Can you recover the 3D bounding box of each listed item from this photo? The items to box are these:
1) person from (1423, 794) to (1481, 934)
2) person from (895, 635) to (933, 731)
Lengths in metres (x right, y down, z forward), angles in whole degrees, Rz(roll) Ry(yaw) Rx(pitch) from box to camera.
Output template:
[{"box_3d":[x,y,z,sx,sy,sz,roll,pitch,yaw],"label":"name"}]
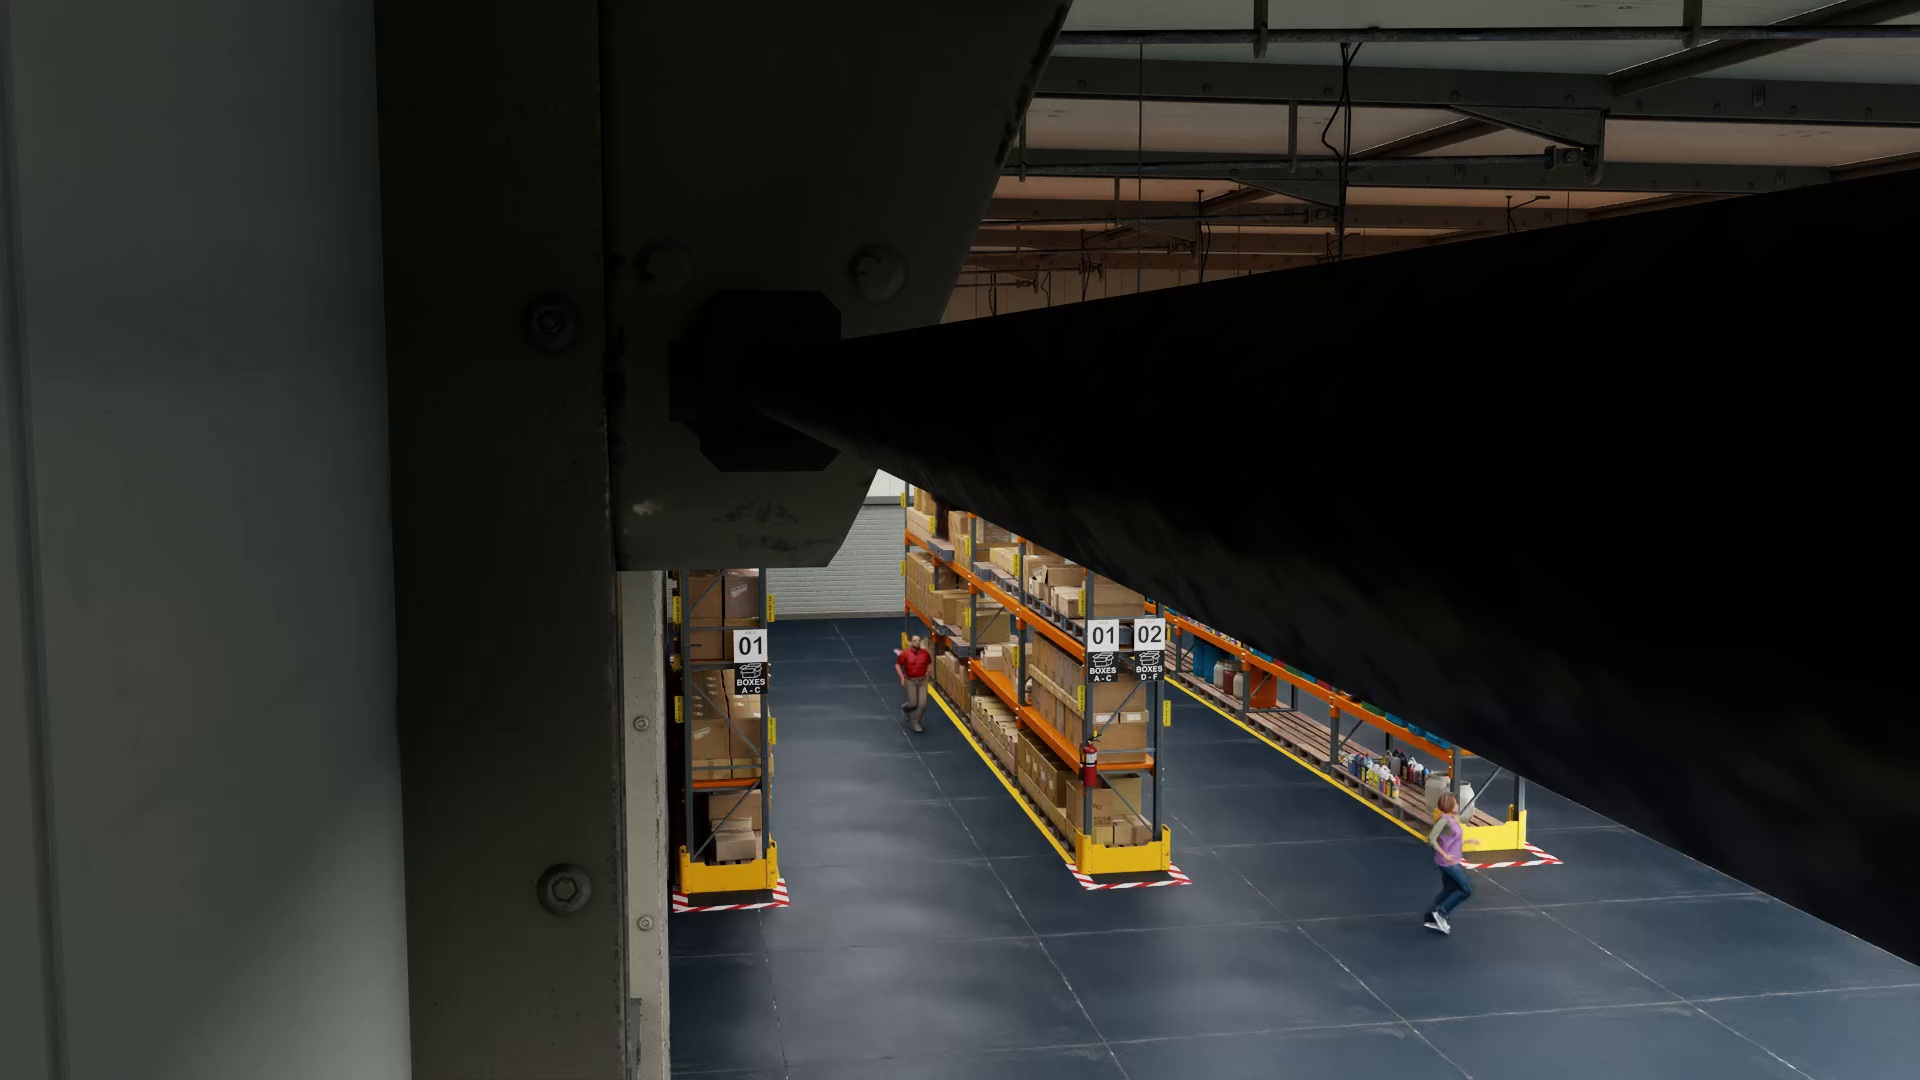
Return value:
[{"box_3d":[5.496,3.615,18.564,0.592,1.569,0.522,2,6,19],"label":"person"},{"box_3d":[-0.771,2.492,29.012,0.663,1.676,0.600,-2,6,-19],"label":"person"}]
